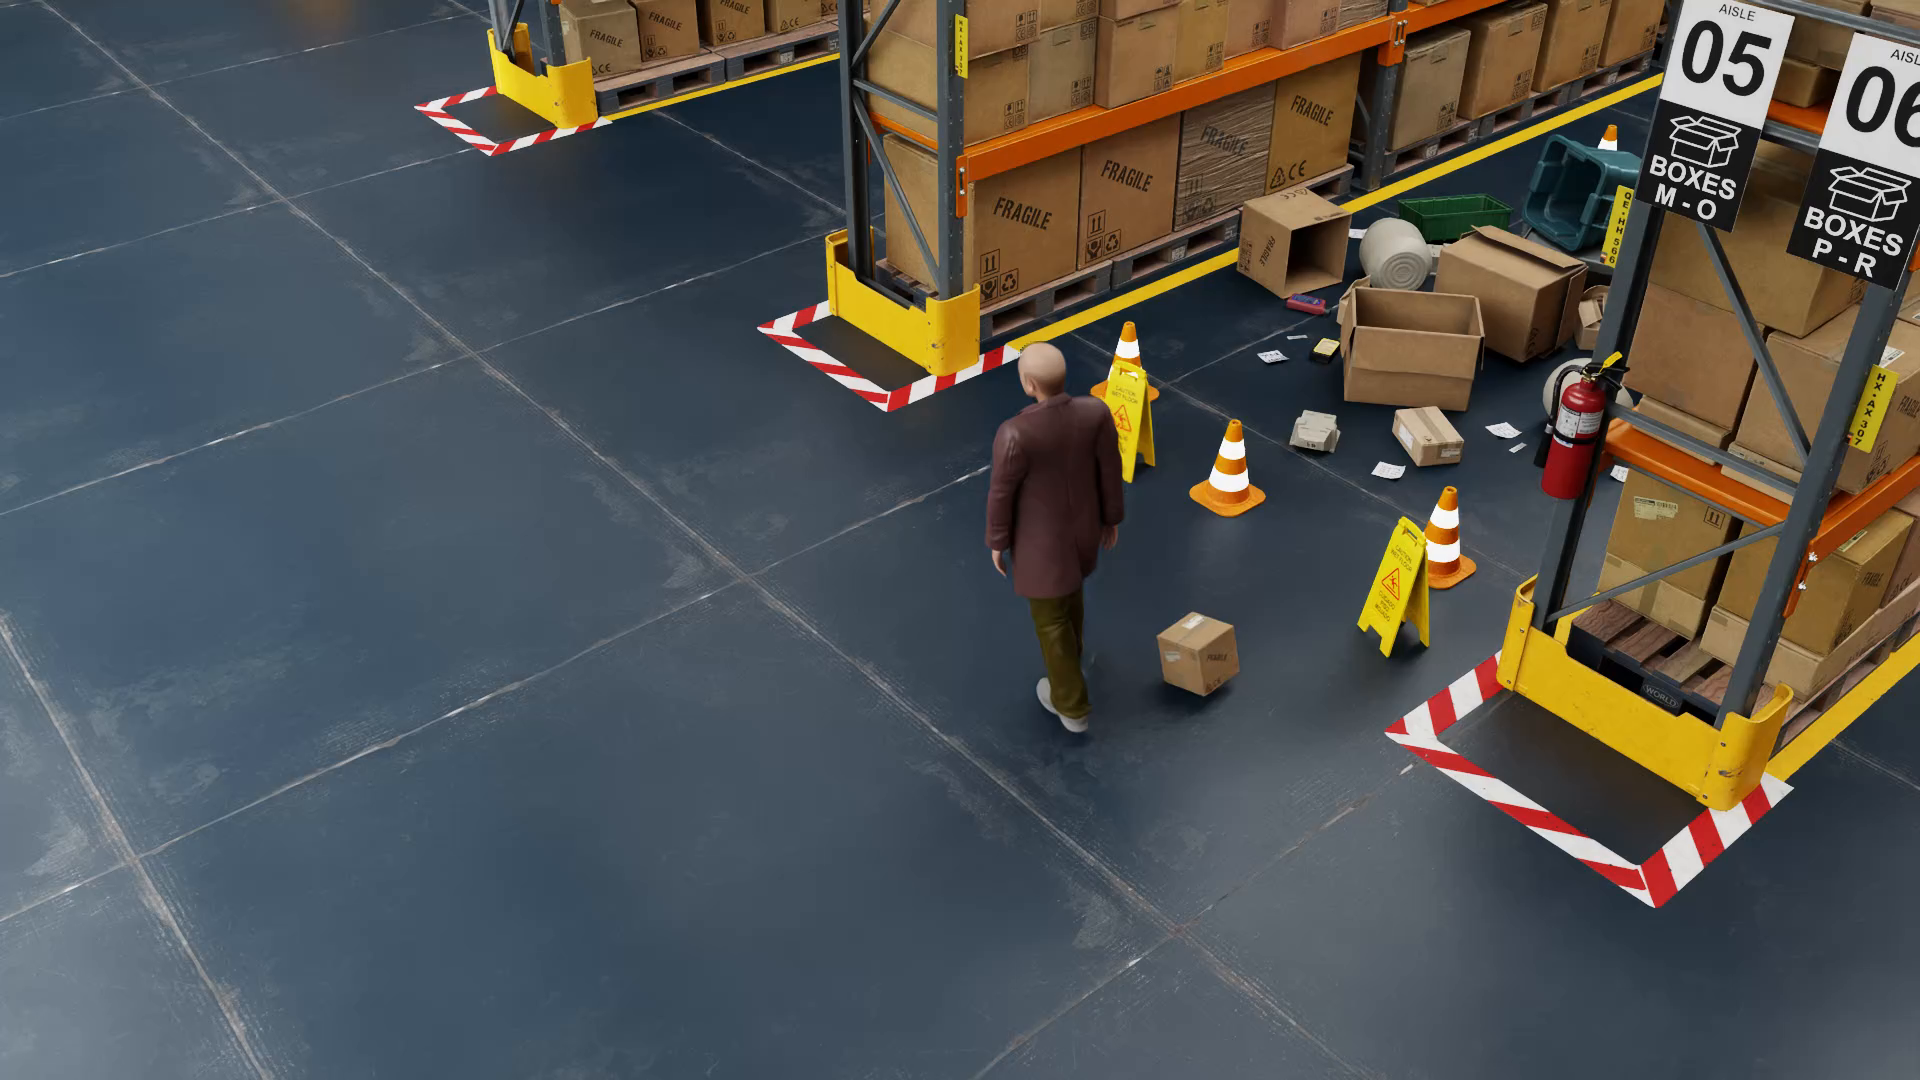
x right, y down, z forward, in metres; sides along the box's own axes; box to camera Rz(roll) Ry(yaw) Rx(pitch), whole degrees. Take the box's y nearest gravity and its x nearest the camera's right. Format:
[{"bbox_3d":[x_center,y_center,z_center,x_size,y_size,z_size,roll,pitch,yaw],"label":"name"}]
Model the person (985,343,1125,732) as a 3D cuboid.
[{"bbox_3d":[0.434,-0.008,7.125,0.672,1.820,0.676,-19,40,-25],"label":"person"}]
